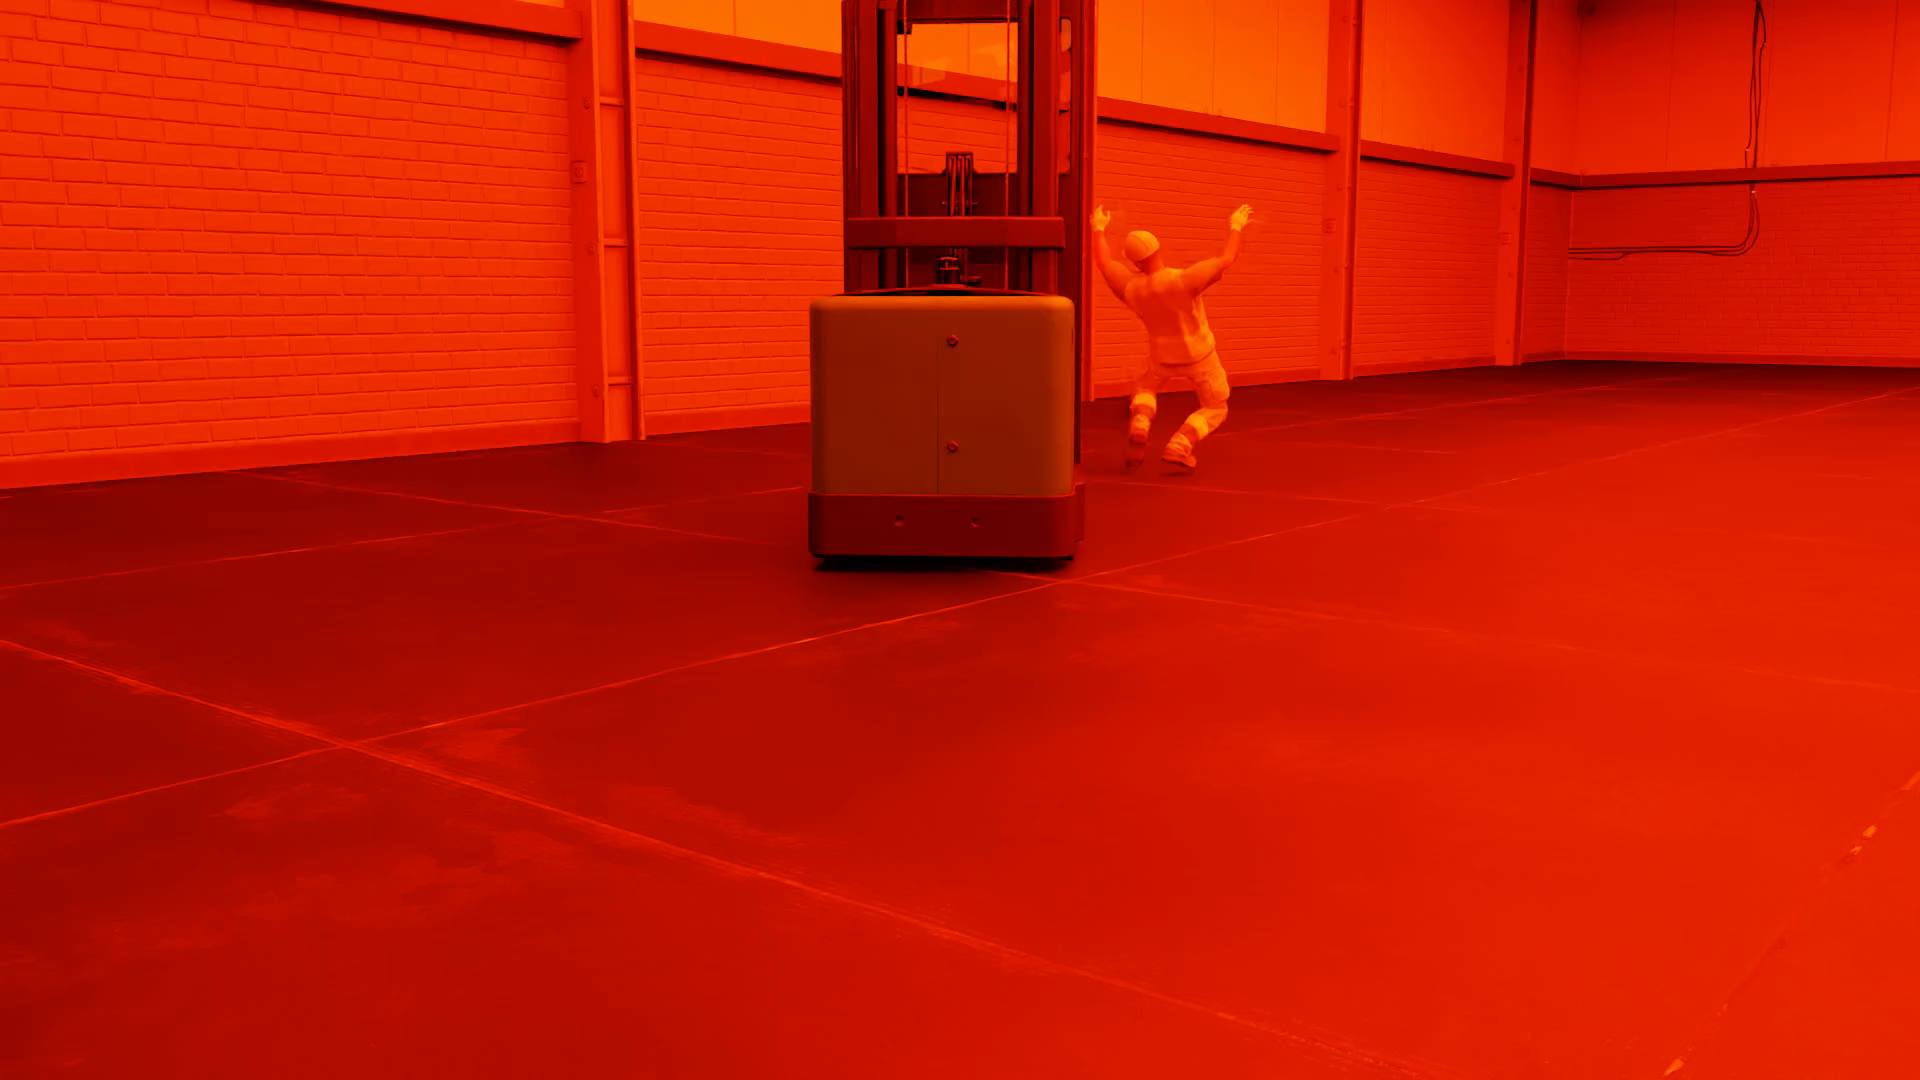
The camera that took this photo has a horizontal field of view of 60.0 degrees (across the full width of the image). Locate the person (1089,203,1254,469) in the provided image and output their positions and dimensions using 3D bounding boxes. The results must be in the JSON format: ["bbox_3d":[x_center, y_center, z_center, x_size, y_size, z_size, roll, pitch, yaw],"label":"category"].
[{"bbox_3d":[1.218,-1.234,10.205,0.988,1.638,0.772,5,10,30],"label":"person"}]

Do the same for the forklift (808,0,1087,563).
[{"bbox_3d":[0.036,-1.534,7.764,1.130,2.935,3.031,1,8,5],"label":"forklift"}]
